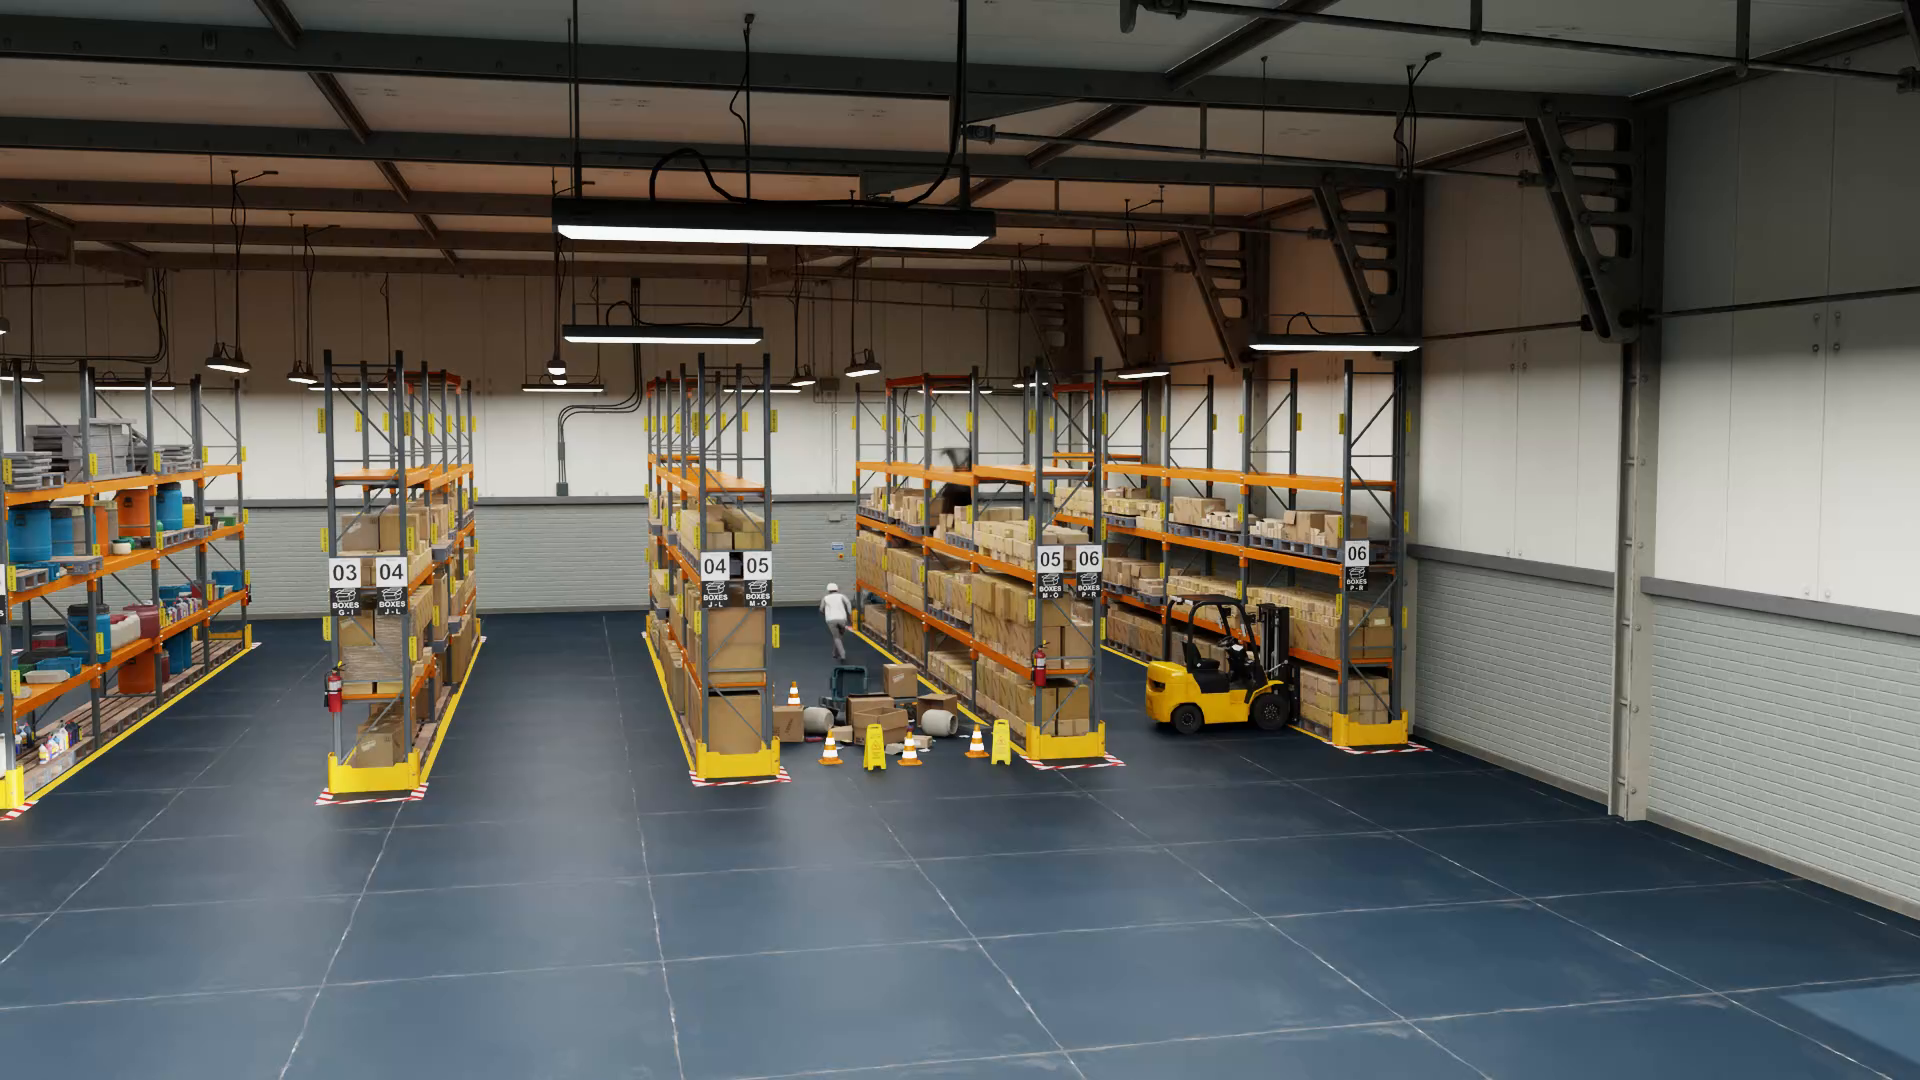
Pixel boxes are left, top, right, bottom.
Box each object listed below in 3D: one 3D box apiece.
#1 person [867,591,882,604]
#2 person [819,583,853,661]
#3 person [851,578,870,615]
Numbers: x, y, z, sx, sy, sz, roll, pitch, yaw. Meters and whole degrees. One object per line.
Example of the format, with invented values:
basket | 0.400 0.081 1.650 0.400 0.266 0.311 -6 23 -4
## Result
person | -2.296 1.199 43.541 0.537 1.567 0.538 -2 5 -29
person | -2.599 1.742 35.046 0.674 1.604 1.080 -1 4 -13
person | -2.499 1.325 41.789 0.612 1.544 0.549 -2 4 -22
